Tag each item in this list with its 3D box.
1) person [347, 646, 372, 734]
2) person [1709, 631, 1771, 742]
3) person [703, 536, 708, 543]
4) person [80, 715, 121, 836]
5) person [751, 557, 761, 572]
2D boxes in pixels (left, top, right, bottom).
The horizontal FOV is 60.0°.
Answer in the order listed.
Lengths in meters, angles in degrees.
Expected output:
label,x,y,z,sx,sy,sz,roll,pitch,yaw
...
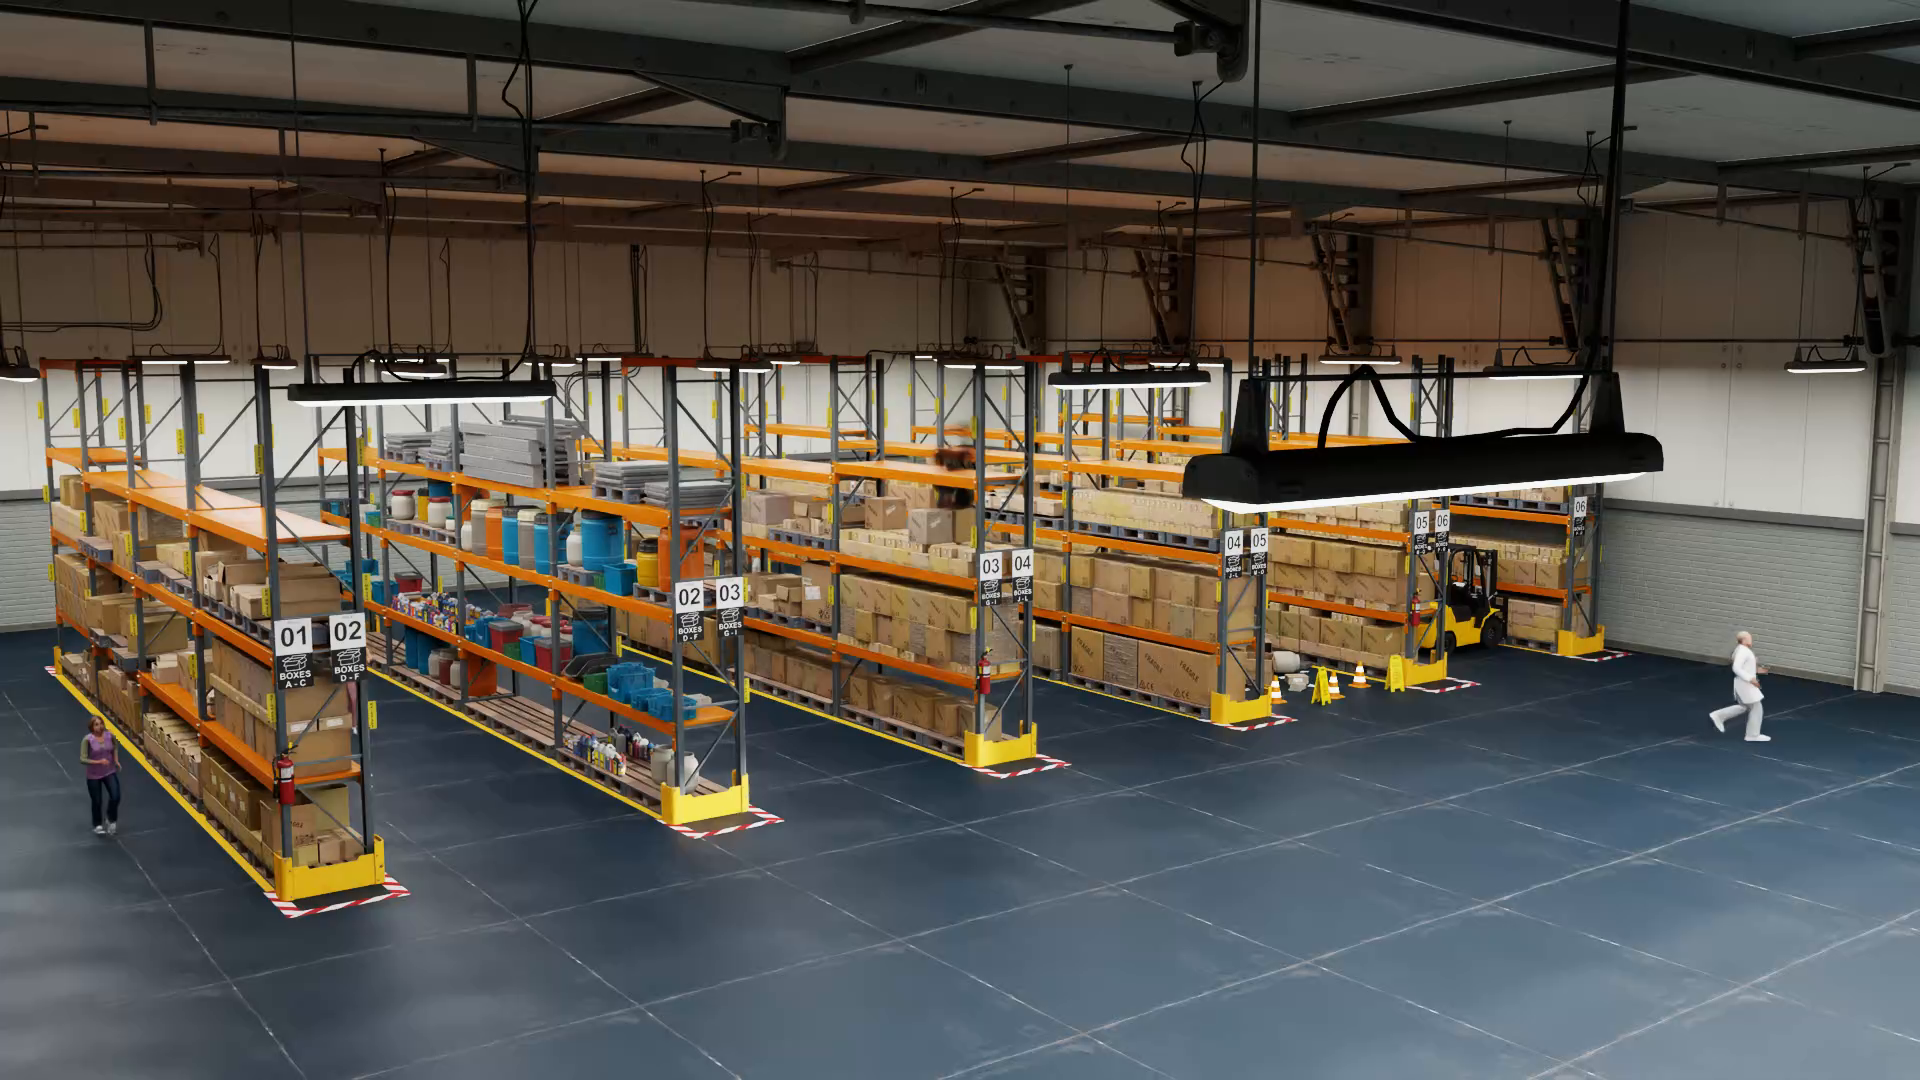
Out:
label,x,y,z,sx,sy,sz,roll,pitch,yaw
person,-9.874,2.268,27.078,0.591,1.715,0.777,-4,8,-33
person,12.386,2.309,26.325,0.896,1.745,0.720,2,7,17
person,-6.429,0.680,40.655,0.764,1.686,0.626,2,7,19
person,-10.893,3.004,21.134,0.510,1.578,0.640,-6,9,-42
person,-5.094,0.407,42.086,0.656,1.751,0.673,-4,8,-29
